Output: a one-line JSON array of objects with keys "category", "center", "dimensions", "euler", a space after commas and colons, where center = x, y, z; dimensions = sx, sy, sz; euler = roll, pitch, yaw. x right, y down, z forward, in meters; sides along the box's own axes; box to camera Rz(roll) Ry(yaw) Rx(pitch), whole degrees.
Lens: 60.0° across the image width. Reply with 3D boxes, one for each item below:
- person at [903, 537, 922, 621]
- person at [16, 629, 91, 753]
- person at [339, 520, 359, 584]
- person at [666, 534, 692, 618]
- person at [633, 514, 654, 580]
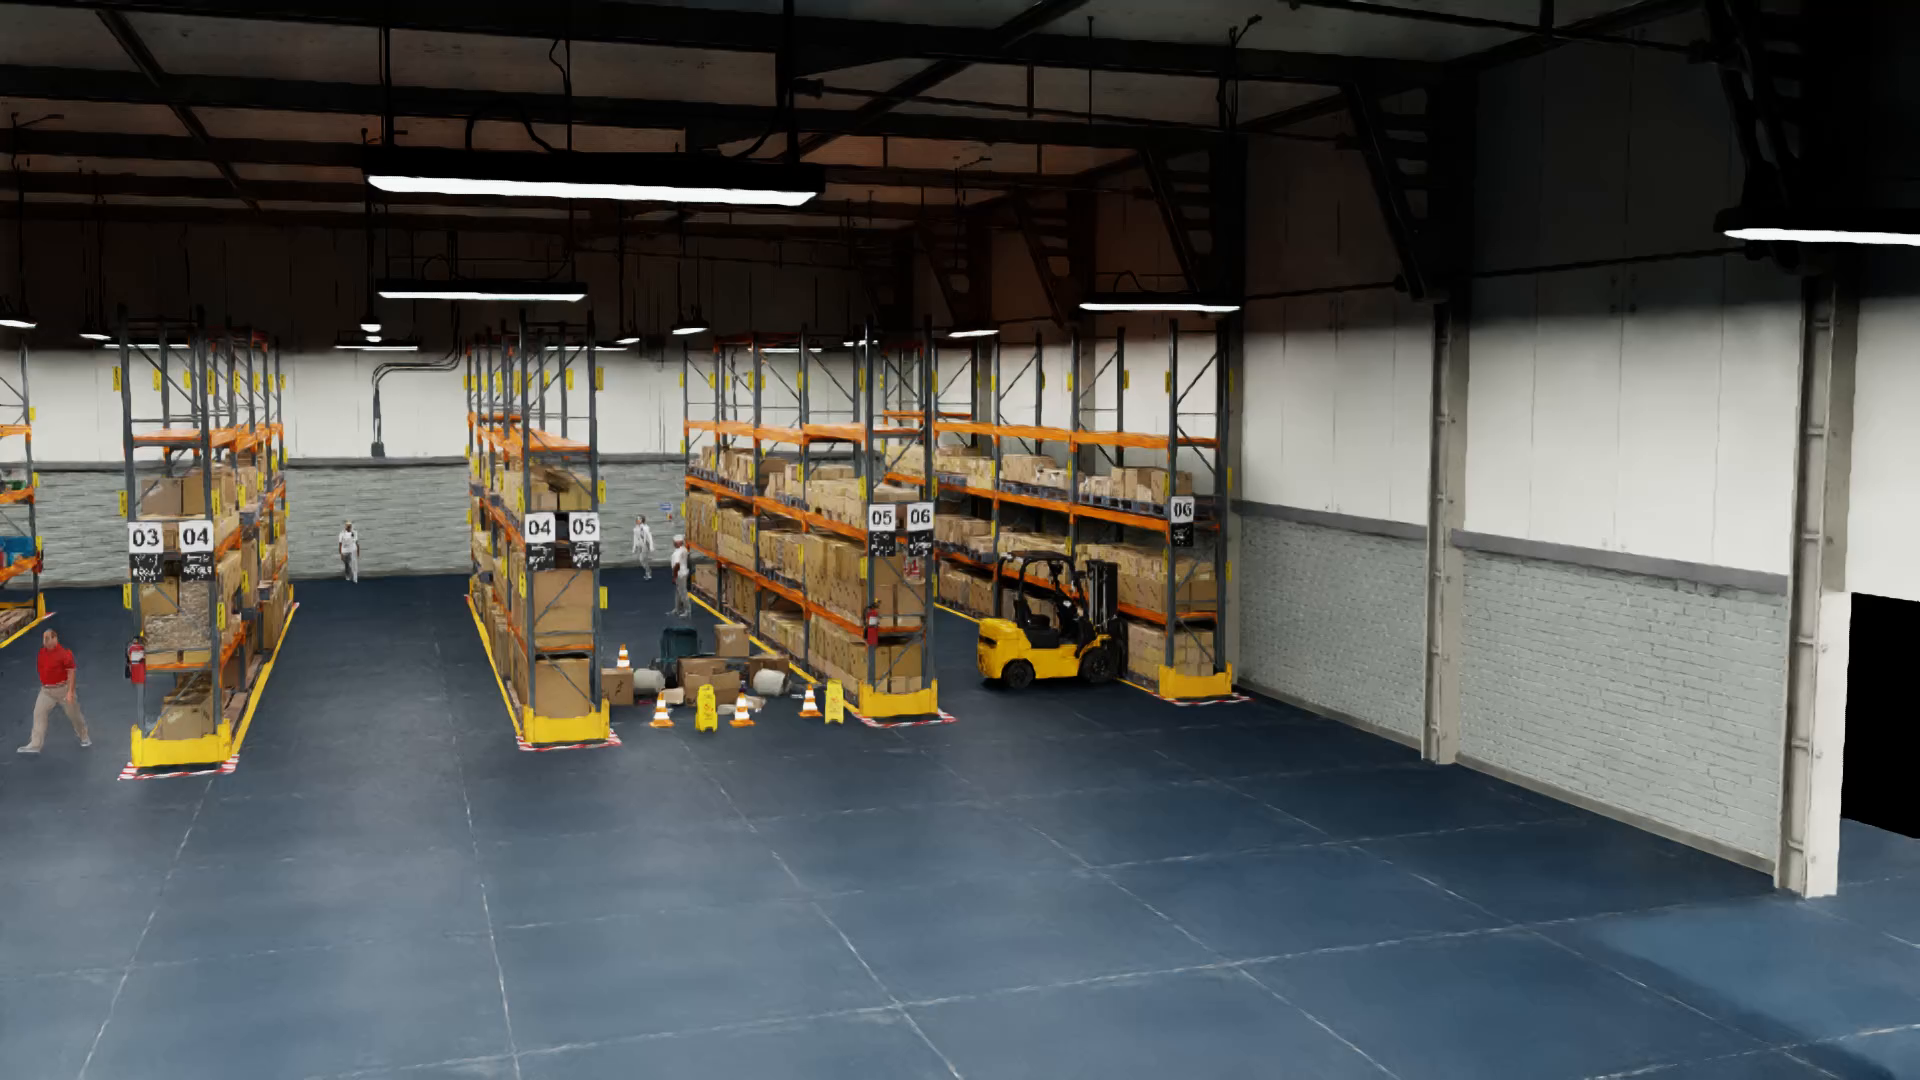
[{"category": "person", "center": [-1.064, 0.787, 34.908], "dimensions": [0.581, 1.778, 0.664], "euler": [0, 5, 4]}, {"category": "person", "center": [-12.257, 2.027, 22.522], "dimensions": [0.586, 1.678, 0.951], "euler": [1, 5, 9]}, {"category": "person", "center": [-15.157, 0.278, 41.260], "dimensions": [0.457, 1.583, 1.075], "euler": [-2, 6, -17]}, {"category": "person", "center": [-5.998, 0.753, 35.414], "dimensions": [0.594, 1.763, 0.681], "euler": [0, 5, 0]}, {"category": "person", "center": [-8.030, 0.159, 42.186], "dimensions": [0.586, 1.666, 0.457], "euler": [4, 7, 38]}]
